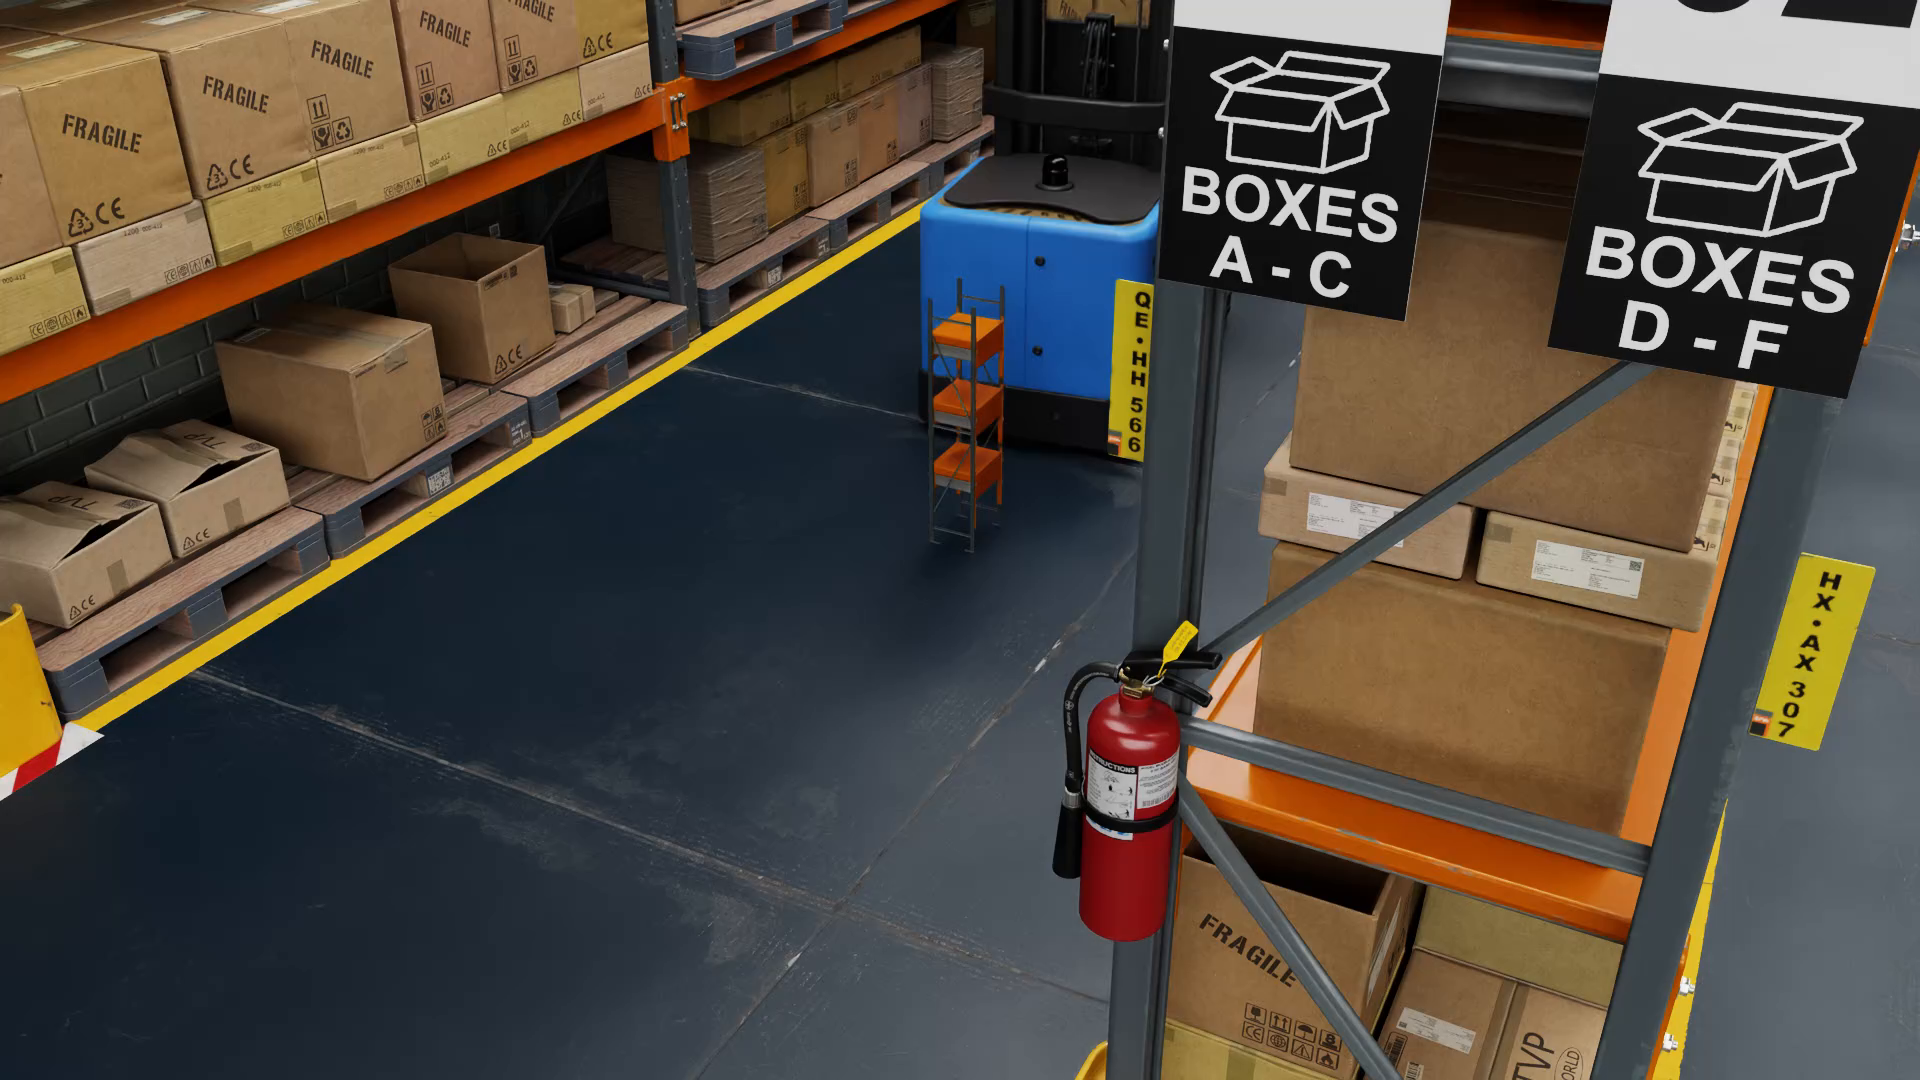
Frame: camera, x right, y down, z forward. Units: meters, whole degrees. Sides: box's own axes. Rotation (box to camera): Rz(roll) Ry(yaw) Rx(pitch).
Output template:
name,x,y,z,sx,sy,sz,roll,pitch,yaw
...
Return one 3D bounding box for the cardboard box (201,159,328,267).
name,x,y,z,sx,sy,sz,roll,pitch,yaw
cardboard box,-2.664,-1.216,5.986,0.500,0.250,0.500,14,33,23

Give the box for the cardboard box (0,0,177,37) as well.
name,x,y,z,sx,sy,sz,roll,pitch,yaw
cardboard box,-3.135,-1.647,5.984,0.500,0.500,0.500,13,32,22

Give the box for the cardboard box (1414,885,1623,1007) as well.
name,x,y,z,sx,sy,sz,roll,pitch,yaw
cardboard box,1.450,0.728,4.057,0.500,0.500,0.500,14,33,23

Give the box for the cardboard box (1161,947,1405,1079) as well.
name,x,y,z,sx,sy,sz,roll,pitch,yaw
cardboard box,0.763,1.158,4.061,0.500,0.250,0.500,14,33,23

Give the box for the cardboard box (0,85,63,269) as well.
name,x,y,z,sx,sy,sz,roll,pitch,yaw
cardboard box,-3.145,-1.082,5.000,0.500,0.500,0.500,14,33,23

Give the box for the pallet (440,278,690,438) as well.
name,x,y,z,sx,sy,sz,roll,pitch,yaw
pallet,-2.082,-0.928,8.155,1.003,0.211,1.213,14,33,23

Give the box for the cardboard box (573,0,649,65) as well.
name,x,y,z,sx,sy,sz,roll,pitch,yaw
cardboard box,-1.748,-2.432,7.351,0.500,0.500,0.500,14,33,23

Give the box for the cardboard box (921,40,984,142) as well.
name,x,y,z,sx,sy,sz,roll,pitch,yaw
cardboard box,-0.267,-2.992,11.017,0.700,0.500,0.500,15,33,24

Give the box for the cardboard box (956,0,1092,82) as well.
name,x,y,z,sx,sy,sz,roll,pitch,yaw
cardboard box,0.466,-3.763,12.027,0.750,0.750,0.750,14,33,23

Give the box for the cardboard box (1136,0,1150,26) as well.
name,x,y,z,sx,sy,sz,roll,pitch,yaw
cardboard box,1.254,-4.527,13.359,0.750,0.750,0.750,15,33,25

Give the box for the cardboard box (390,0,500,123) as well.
name,x,y,z,sx,sy,sz,roll,pitch,yaw
cardboard box,-2.209,-1.989,6.579,0.500,0.500,0.500,13,32,22

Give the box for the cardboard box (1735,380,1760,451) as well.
name,x,y,z,sx,sy,sz,roll,pitch,yaw
cardboard box,1.502,-0.337,3.573,0.380,0.149,0.250,14,33,23

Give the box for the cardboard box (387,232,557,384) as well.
name,x,y,z,sx,sy,sz,roll,pitch,yaw
cardboard box,-2.245,-1.081,7.688,0.500,0.500,0.500,12,32,20

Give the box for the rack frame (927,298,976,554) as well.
name,x,y,z,sx,sy,sz,roll,pitch,yaw
rack frame,-0.031,-0.425,6.436,0.200,1.050,0.008,14,33,23

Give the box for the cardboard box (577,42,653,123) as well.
name,x,y,z,sx,sy,sz,roll,pitch,yaw
cardboard box,-1.754,-2.108,7.540,0.500,0.250,0.500,14,33,23

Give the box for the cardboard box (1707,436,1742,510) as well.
name,x,y,z,sx,sy,sz,roll,pitch,yaw
cardboard box,1.270,-0.115,3.187,0.380,0.149,0.250,13,32,22

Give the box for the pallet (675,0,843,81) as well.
name,x,y,z,sx,sy,sz,roll,pitch,yaw
pallet,-1.330,-2.666,8.573,1.003,0.211,1.213,14,33,23

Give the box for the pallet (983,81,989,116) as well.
name,x,y,z,sx,sy,sz,roll,pitch,yaw
pallet,0.441,-3.340,12.354,1.003,0.211,1.213,14,33,23

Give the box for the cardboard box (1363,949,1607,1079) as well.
name,x,y,z,sx,sy,sz,roll,pitch,yaw
cardboard box,1.224,1.275,3.857,0.500,0.250,0.500,14,33,23

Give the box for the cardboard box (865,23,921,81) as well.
name,x,y,z,sx,sy,sz,roll,pitch,yaw
cardboard box,-0.583,-3.079,10.415,0.500,0.250,0.500,15,33,24

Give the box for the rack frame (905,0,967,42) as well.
name,x,y,z,sx,sy,sz,roll,pitch,yaw
rack frame,0.015,-4.217,11.080,1.000,3.000,0.127,14,33,23

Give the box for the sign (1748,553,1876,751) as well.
name,x,y,z,sx,sy,sz,roll,pitch,yaw
sign,1.273,0.171,2.491,0.100,0.325,0.005,14,33,23

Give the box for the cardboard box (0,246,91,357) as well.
name,x,y,z,sx,sy,sz,roll,pitch,yaw
cardboard box,-3.125,-0.758,5.188,0.500,0.250,0.500,13,32,22

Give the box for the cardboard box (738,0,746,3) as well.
name,x,y,z,sx,sy,sz,roll,pitch,yaw
cardboard box,-1.284,-3.141,8.666,0.700,0.500,0.500,18,34,28

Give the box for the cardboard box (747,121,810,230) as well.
name,x,y,z,sx,sy,sz,roll,pitch,yaw
cardboard box,-1.296,-2.121,9.499,0.700,0.500,0.500,14,33,22

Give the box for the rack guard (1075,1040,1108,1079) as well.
name,x,y,z,sx,sy,sz,roll,pitch,yaw
rack guard,0.771,1.547,3.555,1.175,0.500,0.348,14,33,23

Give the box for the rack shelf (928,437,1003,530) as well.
name,x,y,z,sx,sy,sz,roll,pitch,yaw
rack shelf,0.024,-0.229,6.674,0.215,0.259,0.240,14,33,23

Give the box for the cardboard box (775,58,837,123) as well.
name,x,y,z,sx,sy,sz,roll,pitch,yaw
cardboard box,-1.056,-2.633,9.638,0.500,0.250,0.500,13,32,22

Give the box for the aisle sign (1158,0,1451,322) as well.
name,x,y,z,sx,sy,sz,roll,pitch,yaw
aisle sign,0.490,-0.713,2.369,0.394,0.787,0.004,14,33,23

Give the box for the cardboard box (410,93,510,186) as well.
name,x,y,z,sx,sy,sz,roll,pitch,yaw
cardboard box,-2.203,-1.663,6.764,0.500,0.250,0.500,14,33,23

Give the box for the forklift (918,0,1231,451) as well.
name,x,y,z,sx,sy,sz,roll,pitch,yaw
forklift,0.784,-2.371,7.936,1.130,2.935,3.031,10,31,17

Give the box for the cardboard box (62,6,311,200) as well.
name,x,y,z,sx,sy,sz,roll,pitch,yaw
cardboard box,-2.670,-1.527,5.774,0.500,0.500,0.500,13,32,22

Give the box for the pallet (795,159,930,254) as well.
name,x,y,z,sx,sy,sz,roll,pitch,yaw
pallet,-0.900,-2.122,10.234,1.003,0.211,1.213,14,33,23

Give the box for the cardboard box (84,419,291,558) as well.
name,x,y,z,sx,sy,sz,roll,pitch,yaw
cardboard box,-2.975,-0.234,6.403,0.500,0.311,0.500,17,34,27

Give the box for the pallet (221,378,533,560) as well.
name,x,y,z,sx,sy,sz,roll,pitch,yaw
pallet,-2.637,-0.385,7.209,1.003,0.211,1.213,14,33,23

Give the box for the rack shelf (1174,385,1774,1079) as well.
name,x,y,z,sx,sy,sz,roll,pitch,yaw
rack shelf,1.693,-0.123,4.674,1.077,0.370,4.000,14,33,23

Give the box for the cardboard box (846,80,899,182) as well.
name,x,y,z,sx,sy,sz,roll,pitch,yaw
cardboard box,-0.806,-2.564,10.270,0.700,0.500,0.500,14,33,23

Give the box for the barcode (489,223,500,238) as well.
name,x,y,z,sx,sy,sz,roll,pitch,yaw
barcode,-2.267,-1.504,8.104,0.001,0.075,0.075,14,33,23

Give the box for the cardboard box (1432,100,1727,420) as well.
name,x,y,z,sx,sy,sz,roll,pitch,yaw
cardboard box,1.265,-0.616,3.407,0.700,0.500,0.500,13,32,22

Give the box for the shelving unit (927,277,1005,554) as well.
name,x,y,z,sx,sy,sz,roll,pitch,yaw
shelving unit,0.024,-0.479,6.530,0.215,1.050,0.252,14,33,23

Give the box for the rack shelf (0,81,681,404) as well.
name,x,y,z,sx,sy,sz,roll,pitch,yaw
rack shelf,-2.719,-1.245,6.628,1.077,0.370,4.000,14,33,23
